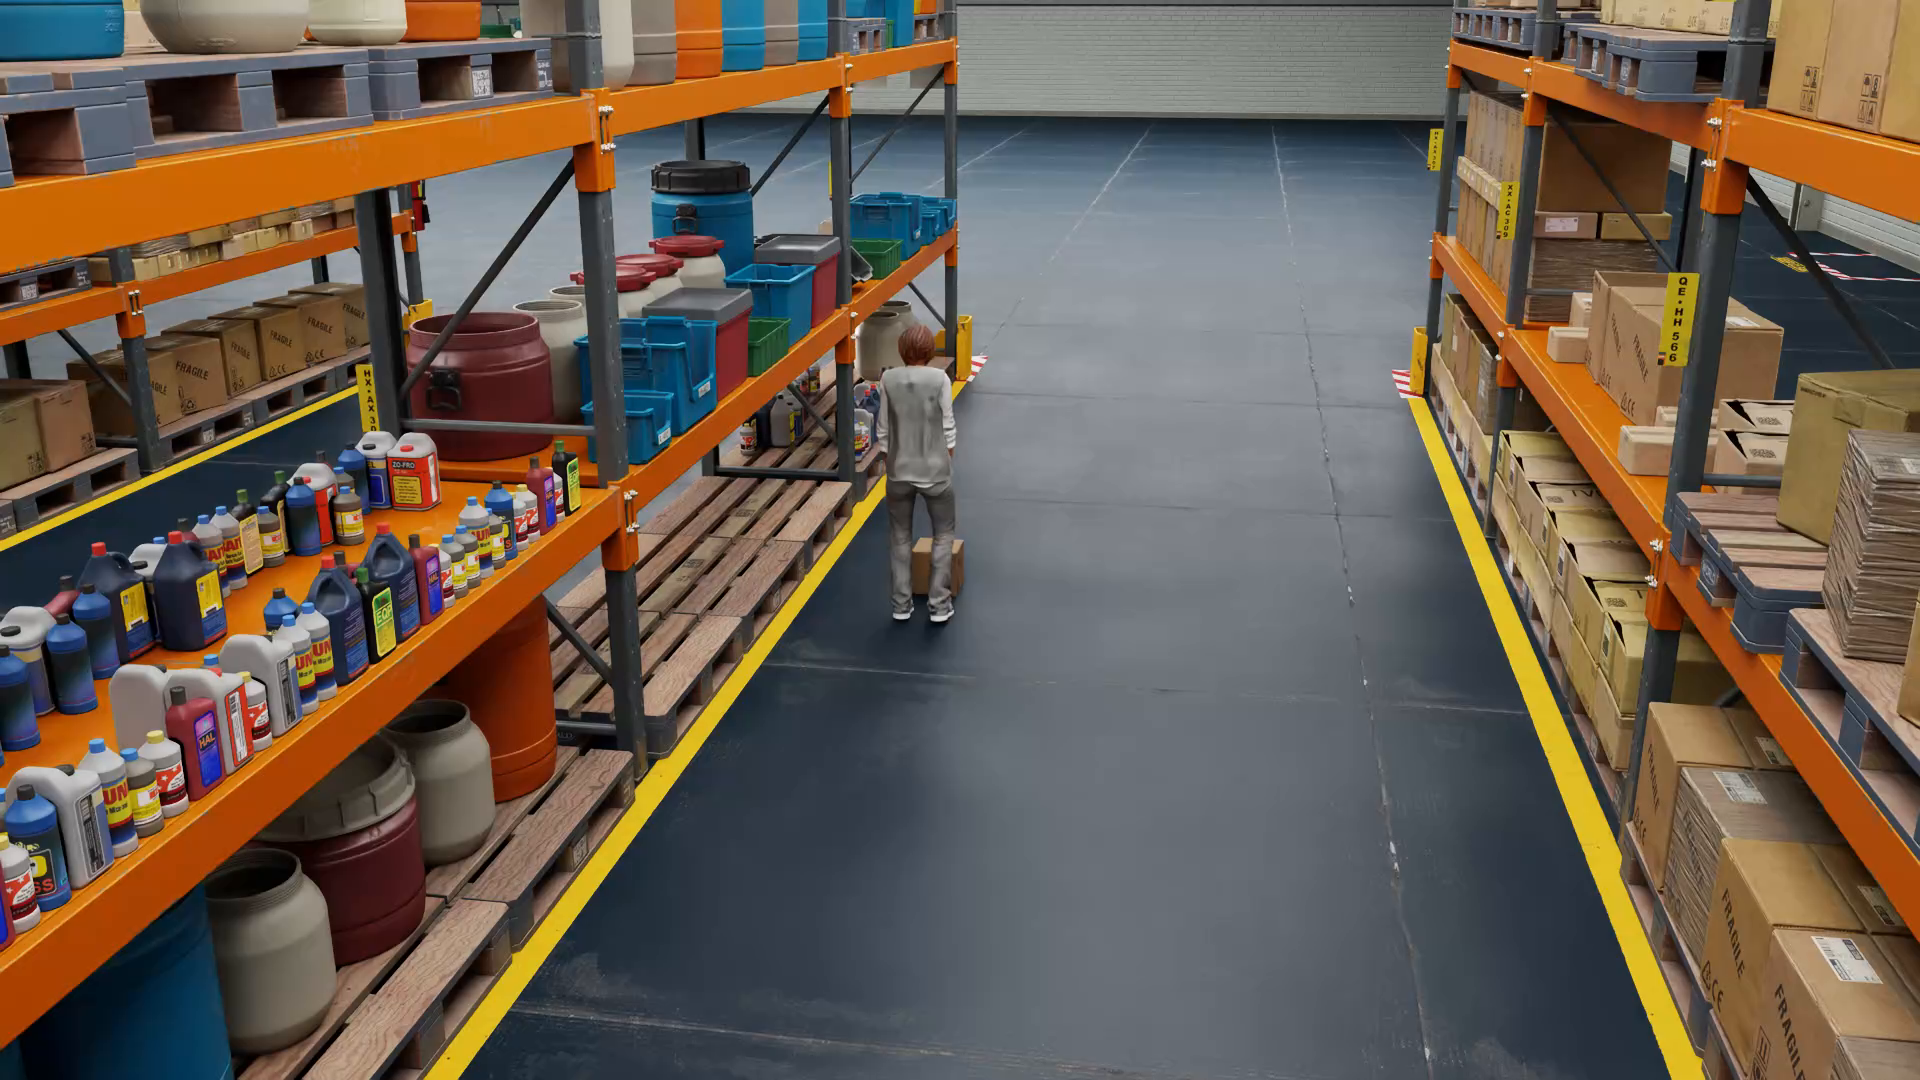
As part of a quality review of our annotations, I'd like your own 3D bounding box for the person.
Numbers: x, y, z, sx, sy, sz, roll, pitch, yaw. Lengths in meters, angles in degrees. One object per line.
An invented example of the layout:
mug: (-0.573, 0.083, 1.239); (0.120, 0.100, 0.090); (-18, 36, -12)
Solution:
person: (-0.230, -0.325, 8.656); (0.423, 1.551, 0.368); (3, 18, 10)
